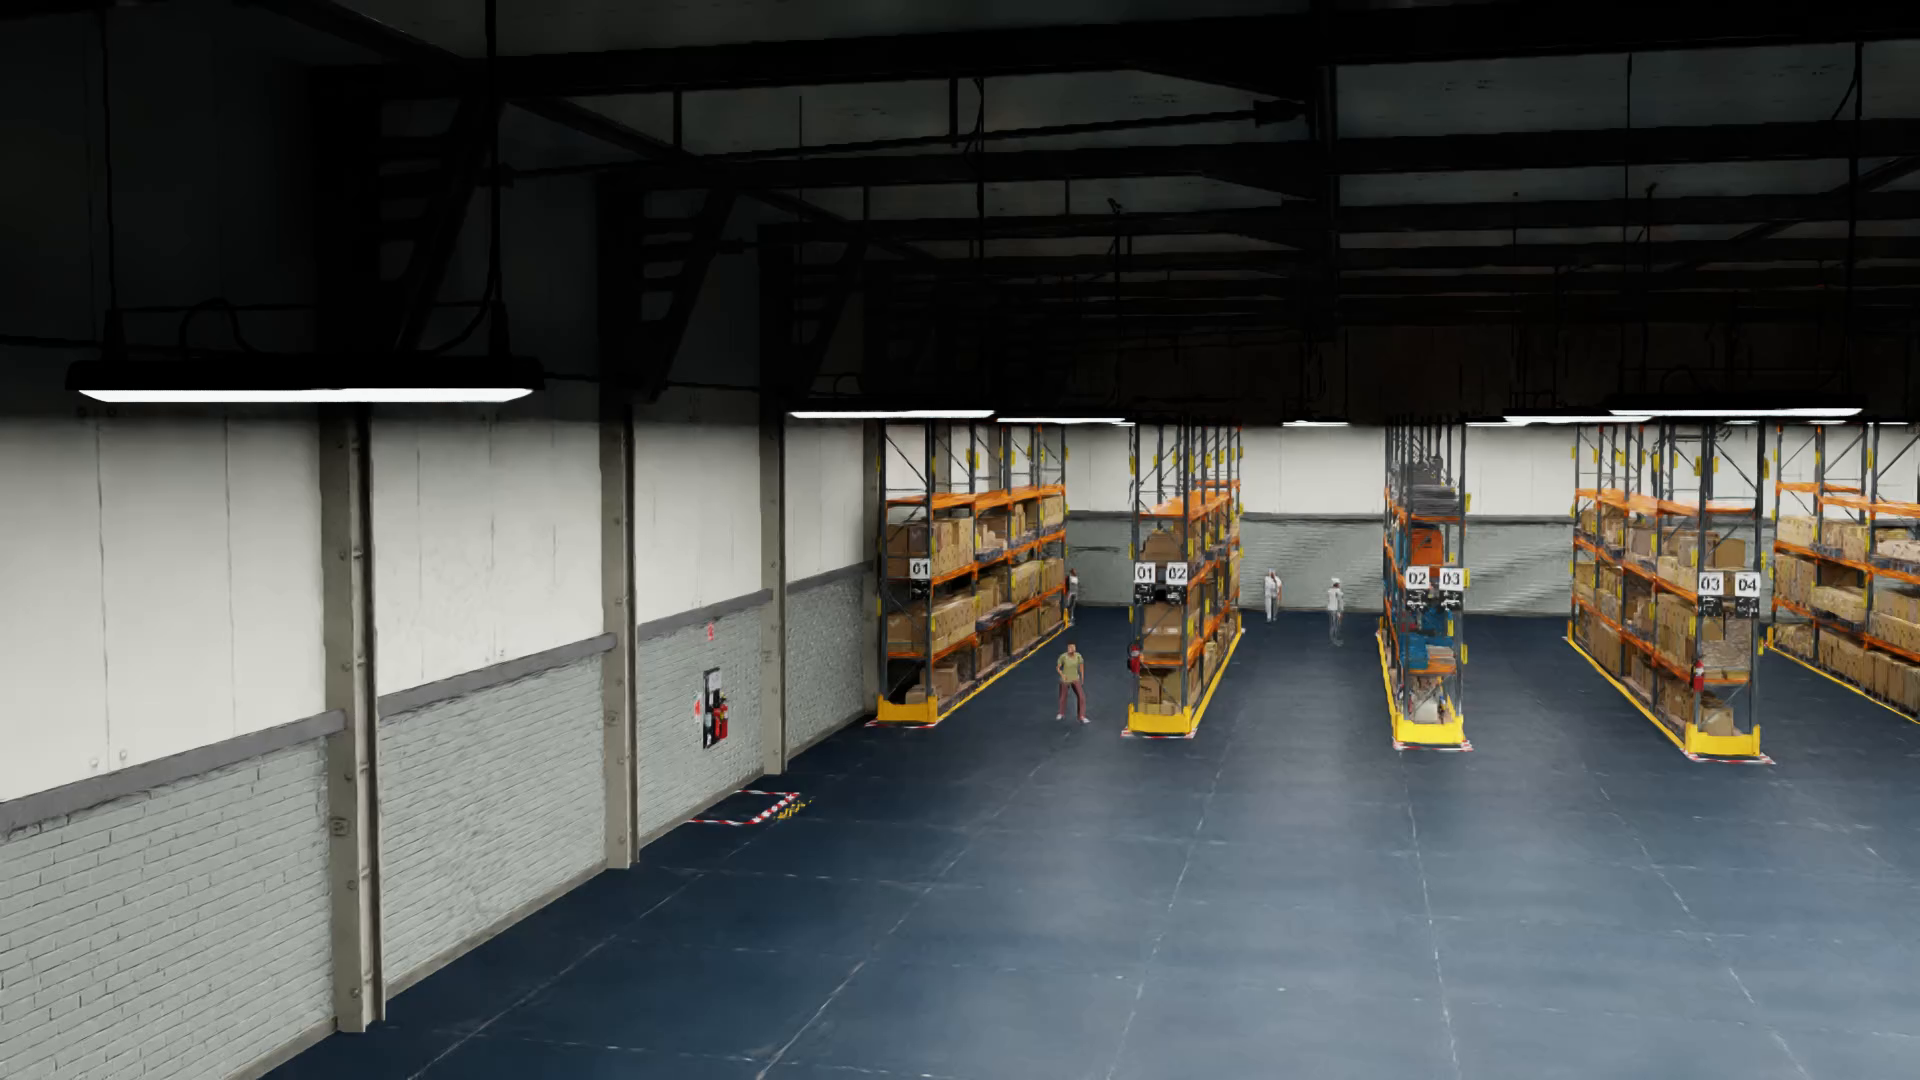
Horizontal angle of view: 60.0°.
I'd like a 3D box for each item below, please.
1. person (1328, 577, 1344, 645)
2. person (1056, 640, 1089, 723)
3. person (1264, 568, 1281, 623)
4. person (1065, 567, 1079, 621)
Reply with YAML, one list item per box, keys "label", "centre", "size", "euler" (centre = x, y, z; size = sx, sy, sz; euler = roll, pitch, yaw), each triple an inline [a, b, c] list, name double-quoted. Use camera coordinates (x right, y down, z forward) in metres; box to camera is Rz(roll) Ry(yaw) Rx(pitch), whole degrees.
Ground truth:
- label: "person"
  centre: [9.931, 1.864, 43.759]
  size: [0.454, 1.776, 0.581]
  euler: [-1, 4, -15]
- label: "person"
  centre: [2.164, 2.722, 32.350]
  size: [0.620, 1.604, 0.814]
  euler: [0, 4, -4]
- label: "person"
  centre: [9.204, 1.609, 48.913]
  size: [0.493, 1.605, 0.991]
  euler: [1, 4, 12]
- label: "person"
  centre: [3.222, 1.596, 49.223]
  size: [0.575, 1.583, 0.466]
  euler: [-2, 5, -31]
